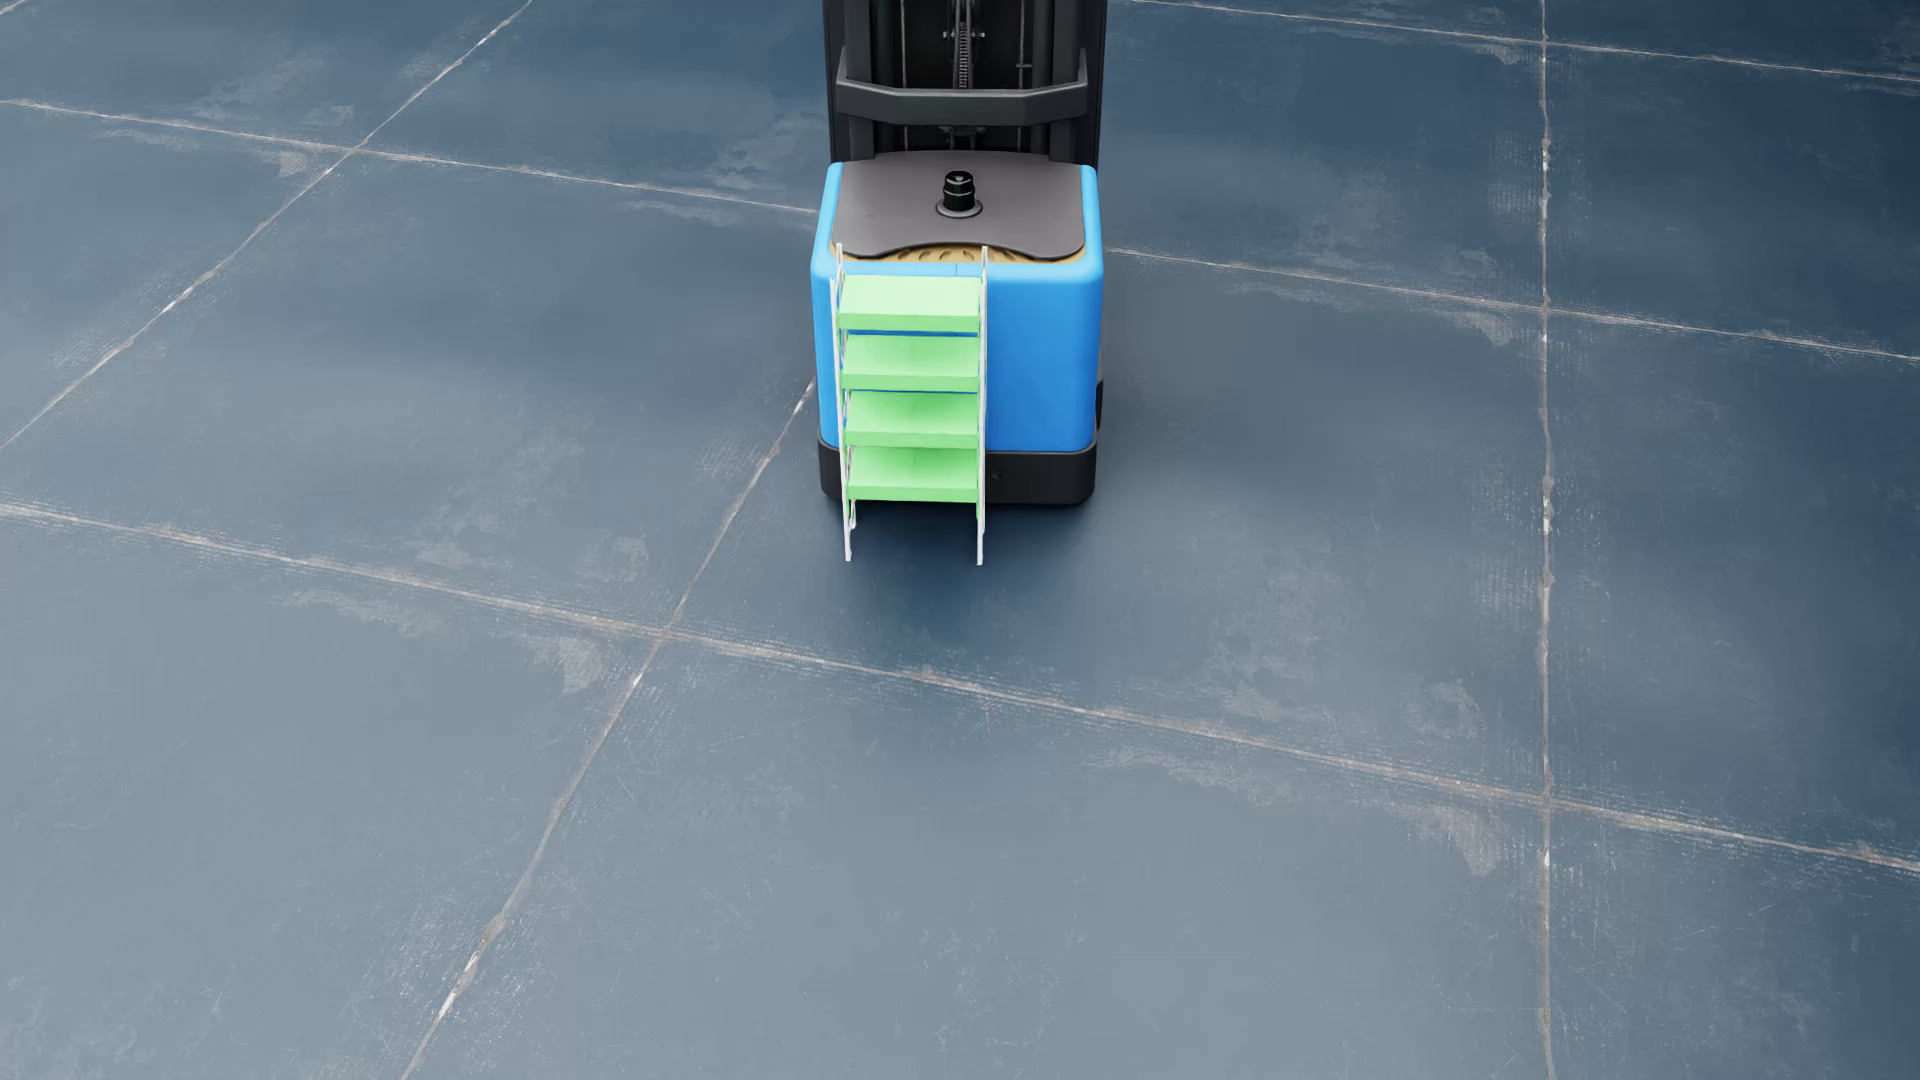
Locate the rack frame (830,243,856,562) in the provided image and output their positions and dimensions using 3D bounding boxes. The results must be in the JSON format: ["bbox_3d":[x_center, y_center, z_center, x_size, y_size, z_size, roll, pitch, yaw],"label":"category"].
[{"bbox_3d":[-0.409,-0.456,5.860,0.015,1.200,0.240,2,40,2],"label":"rack frame"}]

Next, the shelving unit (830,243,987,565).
[{"bbox_3d":[-0.165,-0.449,5.852,0.503,1.200,0.258,2,40,2],"label":"shelving unit"}]

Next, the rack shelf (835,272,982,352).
[{"bbox_3d":[-0.165,-0.768,5.584,0.480,0.148,0.258,2,40,2],"label":"rack shelf"}]

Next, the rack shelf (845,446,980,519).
[{"bbox_3d":[-0.165,-0.217,6.047,0.480,0.148,0.258,2,40,2],"label":"rack shelf"}]

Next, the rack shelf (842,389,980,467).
[{"bbox_3d":[-0.165,-0.400,5.893,0.480,0.148,0.258,2,40,2],"label":"rack shelf"}]

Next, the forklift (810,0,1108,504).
[{"bbox_3d":[0.024,-2.182,6.569,1.130,2.935,3.031,1,40,1],"label":"forklift"}]

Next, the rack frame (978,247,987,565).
[{"bbox_3d":[0.078,-0.443,5.844,0.015,1.200,0.240,2,40,2],"label":"rack frame"}]

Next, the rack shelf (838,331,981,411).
[{"bbox_3d":[-0.165,-0.584,5.739,0.480,0.148,0.258,2,40,2],"label":"rack shelf"}]
